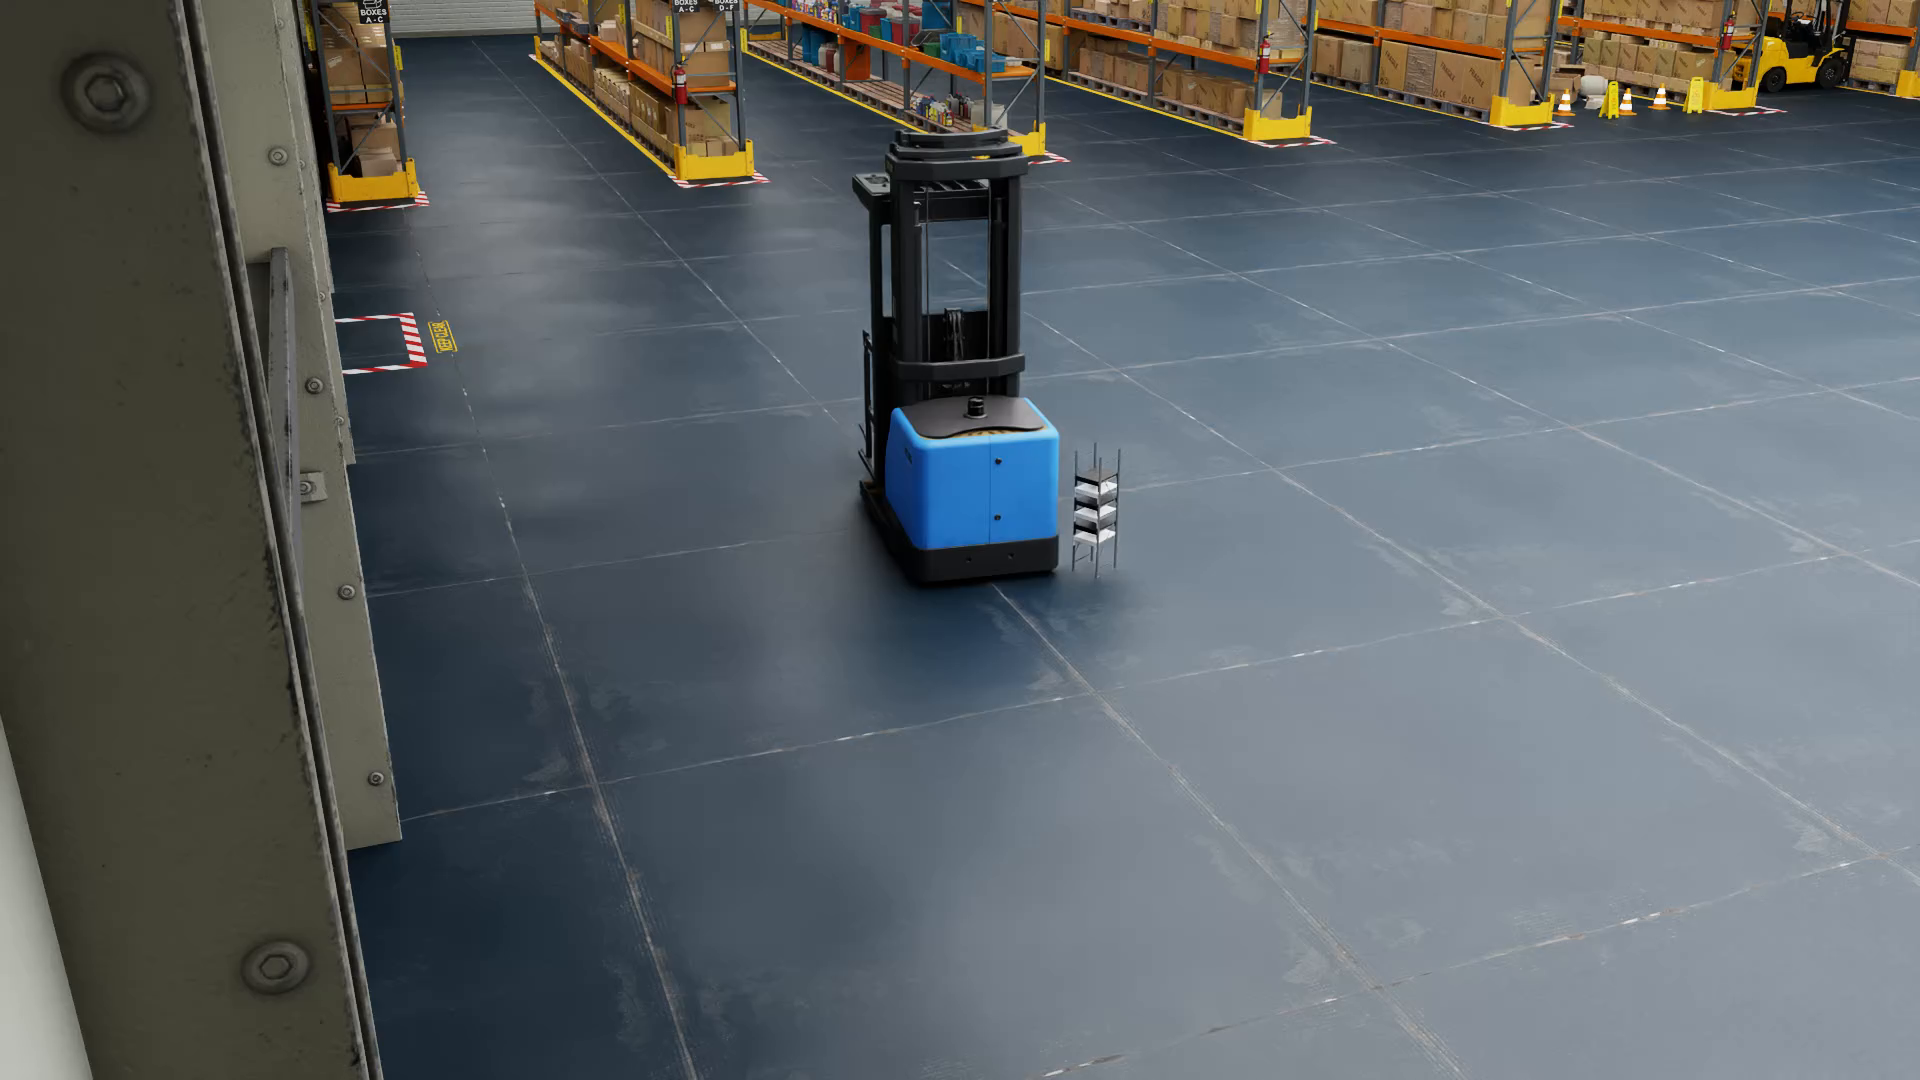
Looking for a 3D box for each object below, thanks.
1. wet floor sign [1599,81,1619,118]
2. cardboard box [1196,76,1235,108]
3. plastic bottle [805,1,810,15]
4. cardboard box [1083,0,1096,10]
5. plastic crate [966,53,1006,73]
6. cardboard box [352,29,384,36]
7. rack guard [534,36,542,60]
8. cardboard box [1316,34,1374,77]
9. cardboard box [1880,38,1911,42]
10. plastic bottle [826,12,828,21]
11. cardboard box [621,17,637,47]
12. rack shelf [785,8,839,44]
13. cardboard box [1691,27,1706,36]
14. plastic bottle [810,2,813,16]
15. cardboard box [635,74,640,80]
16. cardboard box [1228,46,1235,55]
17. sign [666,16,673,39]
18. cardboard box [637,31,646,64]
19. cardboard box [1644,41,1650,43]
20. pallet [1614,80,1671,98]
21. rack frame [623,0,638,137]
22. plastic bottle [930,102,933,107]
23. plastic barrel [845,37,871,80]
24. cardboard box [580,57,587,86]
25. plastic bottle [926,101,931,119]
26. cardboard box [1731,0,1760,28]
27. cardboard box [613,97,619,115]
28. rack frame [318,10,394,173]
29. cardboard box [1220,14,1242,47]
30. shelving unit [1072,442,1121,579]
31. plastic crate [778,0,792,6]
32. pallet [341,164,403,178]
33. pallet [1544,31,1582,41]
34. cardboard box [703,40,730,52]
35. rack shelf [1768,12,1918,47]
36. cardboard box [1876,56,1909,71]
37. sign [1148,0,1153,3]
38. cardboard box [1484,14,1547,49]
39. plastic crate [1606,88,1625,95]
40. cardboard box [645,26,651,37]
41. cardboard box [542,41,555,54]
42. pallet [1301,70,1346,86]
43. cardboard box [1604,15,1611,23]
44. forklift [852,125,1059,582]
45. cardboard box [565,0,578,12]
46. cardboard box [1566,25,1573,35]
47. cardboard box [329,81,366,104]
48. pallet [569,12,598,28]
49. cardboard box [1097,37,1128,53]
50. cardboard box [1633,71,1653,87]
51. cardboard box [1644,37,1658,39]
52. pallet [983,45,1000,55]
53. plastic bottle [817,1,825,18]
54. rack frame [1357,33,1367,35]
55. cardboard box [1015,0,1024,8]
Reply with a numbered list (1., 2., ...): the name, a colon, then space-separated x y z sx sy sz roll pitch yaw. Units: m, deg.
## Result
1. wet floor sign: 12.044 -8.150 30.756 0.267 0.644 0.232 -13 26 -28
2. cardboard box: 4.699 -8.252 30.645 0.500 0.500 0.500 -11 25 -24
3. plastic bottle: -3.233 -11.397 35.587 0.152 0.276 0.135 -8 24 -19
4. cardboard box: 2.908 -11.286 34.495 0.500 0.500 0.500 -12 25 -25
5. plastic crate: 0.415 -7.723 26.902 0.499 0.251 0.616 -8 24 -19
6. cardboard box: -9.003 -7.536 25.469 0.500 0.500 0.500 -9 24 -21
7. rack guard: -9.388 -11.606 39.143 1.175 0.500 0.348 -8 24 -19
8. cardboard box: 8.128 -10.148 34.821 1.050 0.750 0.750 -8 24 -19
9. cardboard box: 19.247 -10.141 34.160 0.500 0.250 0.500 -8 24 -19
10. plastic bottle: -2.704 -10.788 34.240 0.097 0.201 0.097 0 23 0
11. cardboard box: -5.795 -9.126 29.912 0.500 0.500 0.500 -8 24 -19
12. rack shelf: -2.660 -10.952 35.300 1.077 0.370 4.000 -8 24 -19
13. cardboard box: 14.251 -9.757 31.861 0.380 0.149 0.250 -9 24 -20
14. plastic bottle: -3.135 -11.264 35.279 0.097 0.271 0.097 0 23 0
15. cardboard box: -5.808 -8.536 30.917 0.500 0.311 0.500 -9 24 -19
16. cardboard box: 4.914 -8.557 29.014 0.380 0.149 0.250 -8 24 -19
17. sign: -4.276 -7.545 24.494 0.100 0.325 0.005 -8 24 -19
18. cardboard box: -5.013 -8.311 27.978 0.700 0.500 0.500 -9 24 -20
19. cardboard box: 14.187 -9.867 33.833 0.500 0.500 0.500 -7 24 -16
20. pallet: 14.069 -9.175 33.746 1.003 0.211 1.213 -8 24 -19
21. rack frame: -5.176 -8.426 28.378 1.000 3.000 0.127 -8 24 -19
22. plastic bottle: -0.490 -7.582 29.324 0.097 0.271 0.097 0 23 0
23. plastic barrel: -2.143 -9.926 34.192 0.600 0.830 0.708 -8 24 -19
24. cardboard box: -7.322 -9.425 33.403 0.500 0.500 0.500 -9 25 -21
25. plastic bottle: -0.558 -7.570 29.280 0.061 0.283 0.133 -7 24 -17
26. cardboard box: 14.869 -10.083 31.799 0.500 0.500 0.500 -9 24 -20
27. cardboard box: -5.952 -7.833 29.971 0.500 0.250 0.500 -8 24 -18
28. rack frame: -8.393 -6.292 23.315 0.949 2.616 0.053 -8 24 -19
29. cardboard box: 5.048 -8.882 28.949 0.875 0.500 0.500 -8 24 -19
30. shelving unit: 0.948 -0.206 11.580 0.210 0.900 0.258 18 29 37
31. plastic crate: -3.851 -12.154 37.167 0.392 0.384 0.575 -8 24 -19
32. pallet: -8.677 -5.334 24.633 1.003 0.211 1.213 -8 24 -19
33. pallet: 15.503 -13.157 43.194 1.003 0.211 1.213 -8 24 -19
34. cardboard box: -3.700 -7.489 25.193 0.380 0.149 0.250 -9 24 -19
35. rack shelf: 18.713 -10.767 34.860 1.077 0.370 4.000 -8 24 -19
36. cardboard box: 18.955 -9.663 33.670 0.500 0.250 0.500 -9 24 -20
37. sign: 3.575 -10.239 31.191 0.100 0.325 0.005 -8 24 -19
38. cardboard box: 10.008 -9.171 29.955 0.875 0.550 0.550 -8 24 -19
39. plastic crate: 13.151 -9.115 33.772 0.402 0.080 0.583 -18 29 -37
40. cardboard box: -4.900 -8.275 27.058 0.380 0.149 0.250 -9 25 -21
41. cardboard box: -9.312 -11.303 38.180 0.500 0.250 0.500 -8 24 -19
42. pallet: 7.991 -9.856 35.363 1.003 0.211 1.213 -8 24 -19
43. cardboard box: 13.435 -10.692 34.079 0.380 0.149 0.250 -8 24 -19
44. forklift: -0.159 -1.607 12.290 1.130 2.935 3.031 -5 23 -13
45. cardboard box: -7.742 -11.128 34.120 0.700 0.500 0.500 -5 23 -11
46. cardboard box: 15.687 -13.004 41.919 0.500 0.500 0.500 -9 25 -21
47. cardboard box: -8.743 -6.374 23.679 0.500 0.250 0.500 -8 24 -18
48. pallet: -7.281 -10.496 33.539 1.003 0.211 1.213 -8 24 -19
49. cardboard box: 3.141 -10.202 34.281 0.500 0.250 0.500 -6 23 -13
50. cardboard box: 13.874 -9.252 33.338 0.500 0.250 0.500 -9 25 -21
51. cardboard box: 16.801 -12.150 39.731 0.875 0.625 0.625 -8 24 -17
52. pallet: 1.071 -11.692 39.719 1.003 0.211 1.213 -8 24 -19
53. plastic bottle: -2.917 -11.102 34.791 0.144 0.351 0.185 -8 24 -19
54. rack frame: 10.538 -14.050 41.722 1.000 3.000 0.127 -8 24 -19
55. cardboard box: 1.550 -12.170 37.134 0.500 0.500 0.500 -9 24 -20
